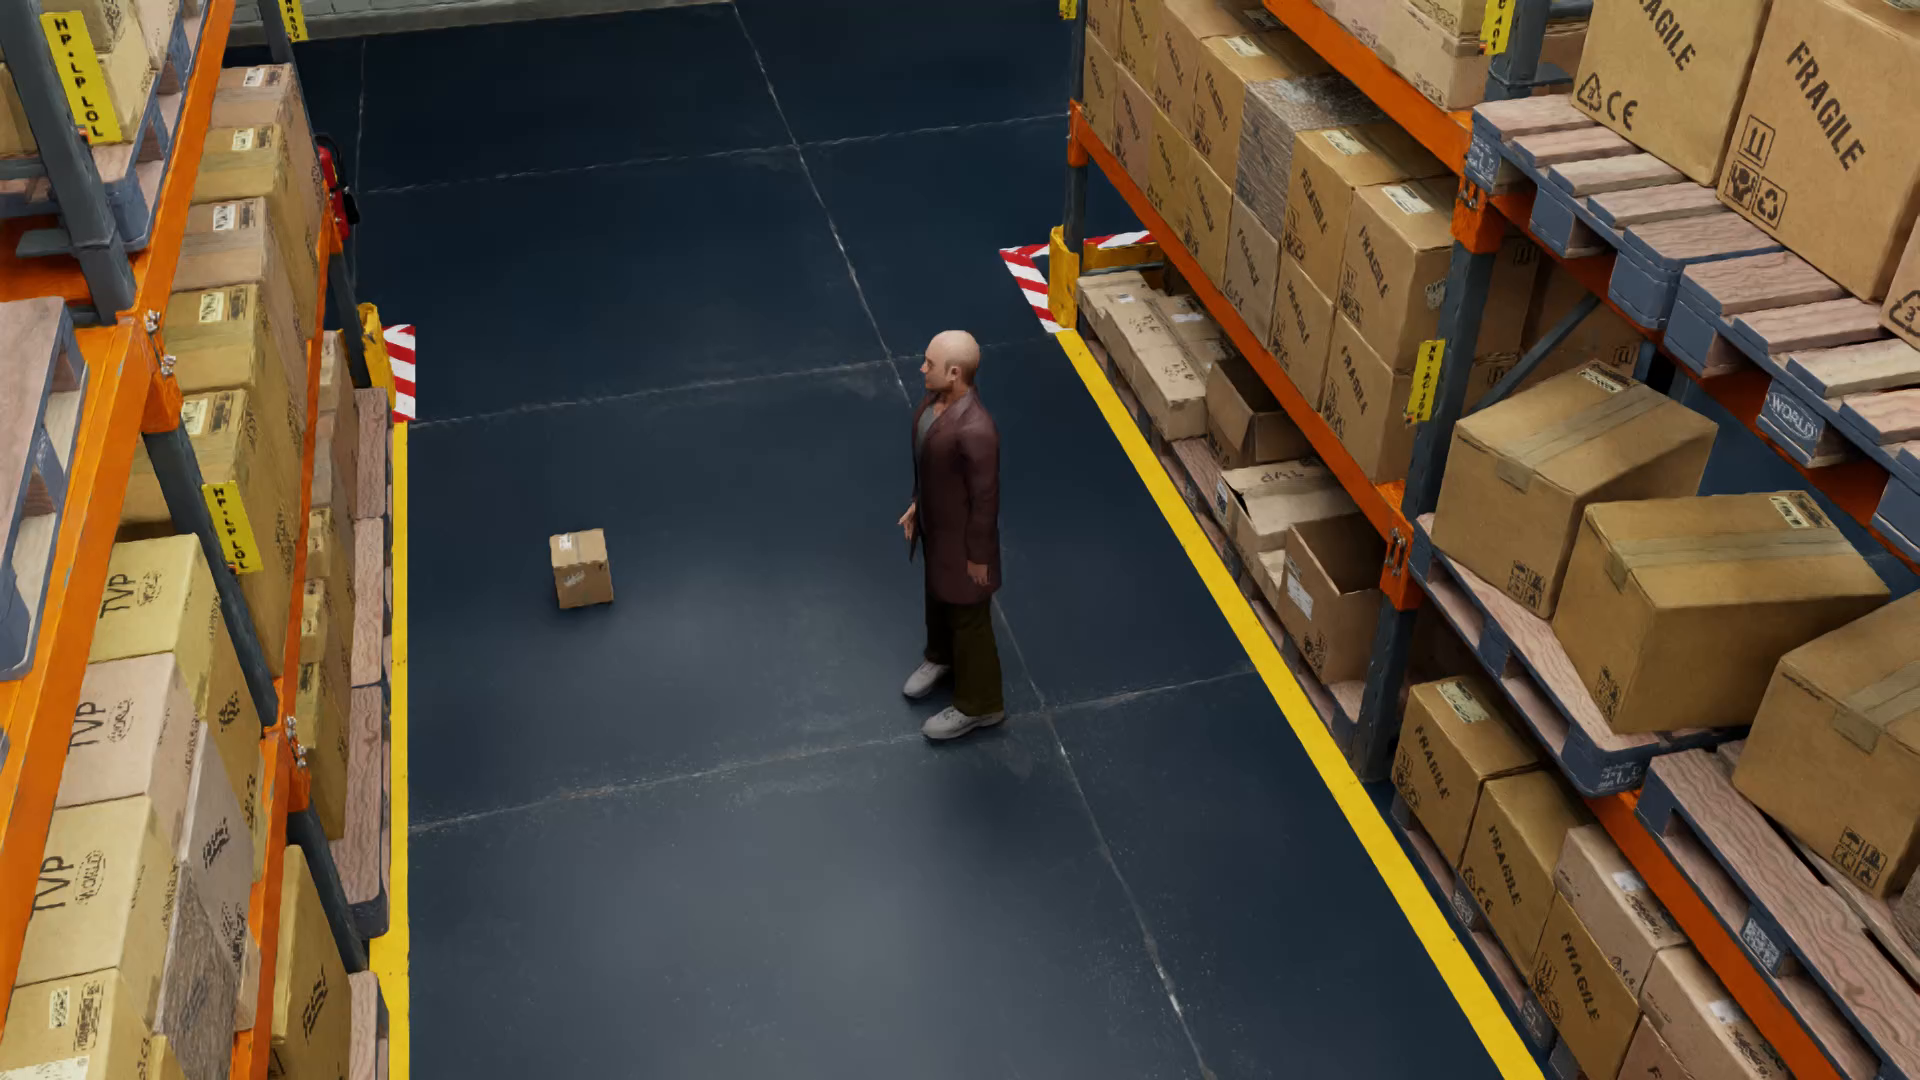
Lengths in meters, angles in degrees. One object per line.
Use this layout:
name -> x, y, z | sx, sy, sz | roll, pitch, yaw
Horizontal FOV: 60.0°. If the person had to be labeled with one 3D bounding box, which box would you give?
person -> -0.050, -0.040, 6.753 | 0.403, 1.778, 0.593 | -10, 39, -13
